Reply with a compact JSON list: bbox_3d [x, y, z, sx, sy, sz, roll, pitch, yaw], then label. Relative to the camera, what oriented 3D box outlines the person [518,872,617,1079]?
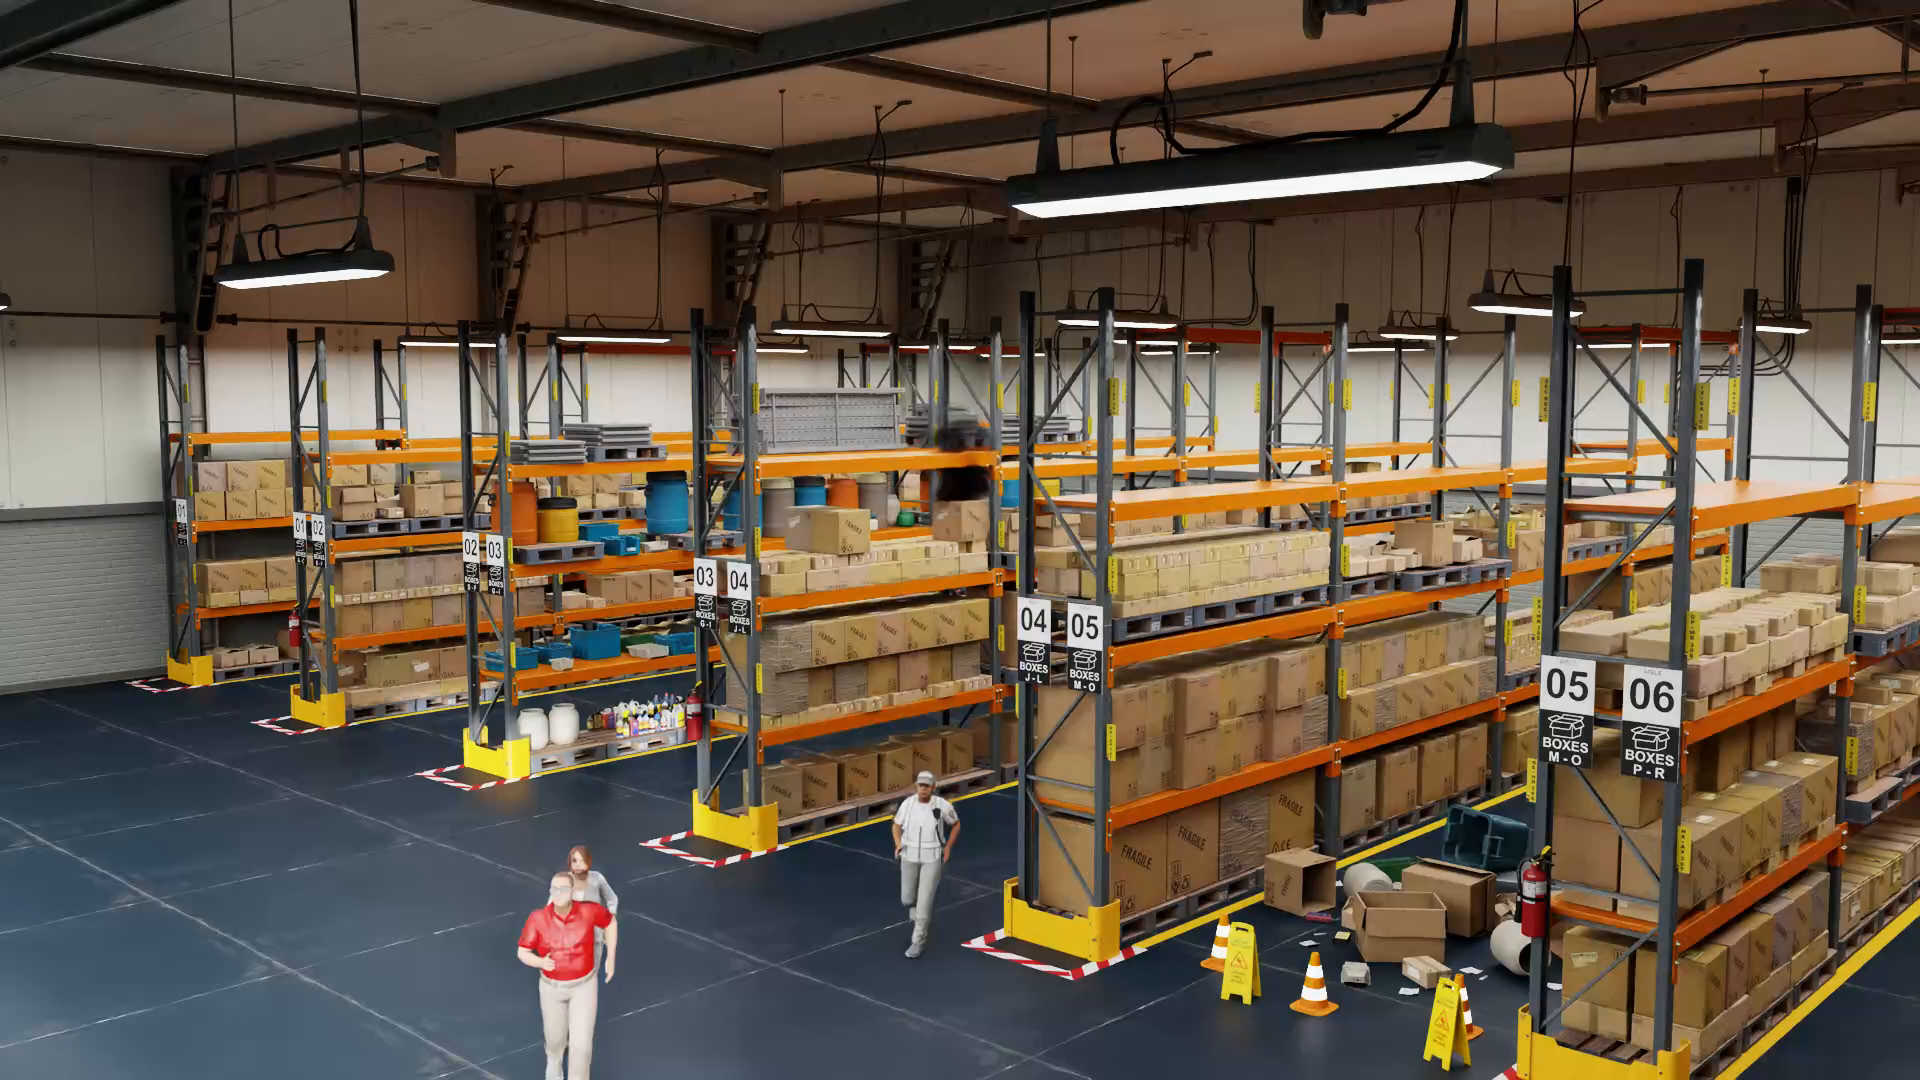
[{"bbox_3d":[-2.780,3.208,11.826,0.671,1.769,0.948,-1,5,-7],"label":"person"}]

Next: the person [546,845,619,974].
[{"bbox_3d":[-2.968,3.161,13.082,0.566,1.593,0.681,-1,5,-10],"label":"person"}]

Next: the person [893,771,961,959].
[{"bbox_3d":[-0.319,2.932,15.298,0.630,1.647,0.814,1,5,10],"label":"person"}]
